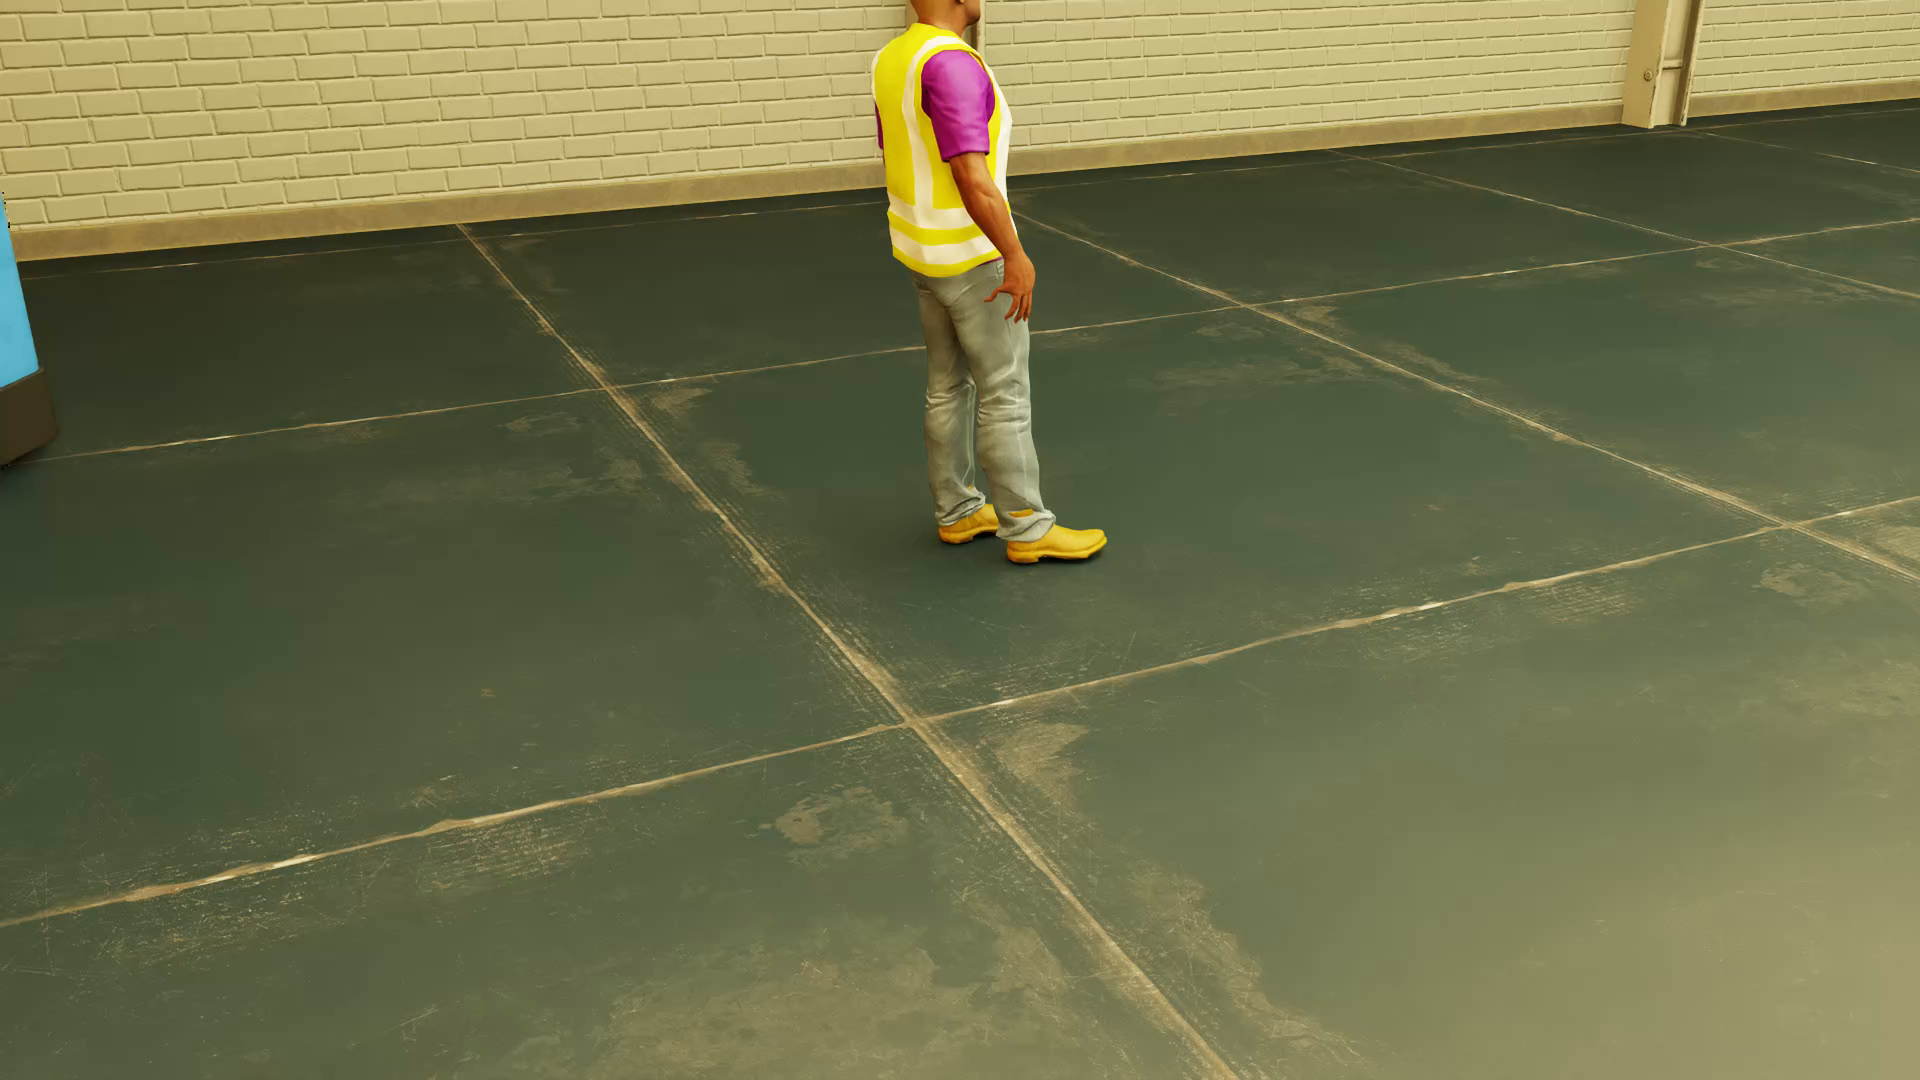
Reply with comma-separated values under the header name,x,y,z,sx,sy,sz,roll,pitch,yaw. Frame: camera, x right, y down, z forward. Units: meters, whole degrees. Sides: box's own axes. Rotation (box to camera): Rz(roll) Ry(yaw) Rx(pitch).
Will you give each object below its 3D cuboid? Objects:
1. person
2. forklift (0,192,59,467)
name,x,y,z,sx,sy,sz,roll,pitch,yaw
person,0.066,-0.832,4.789,0.575,1.768,0.666,-10,25,-23
forklift,-4.693,-1.543,5.001,3.031,2.935,1.130,3,23,6
